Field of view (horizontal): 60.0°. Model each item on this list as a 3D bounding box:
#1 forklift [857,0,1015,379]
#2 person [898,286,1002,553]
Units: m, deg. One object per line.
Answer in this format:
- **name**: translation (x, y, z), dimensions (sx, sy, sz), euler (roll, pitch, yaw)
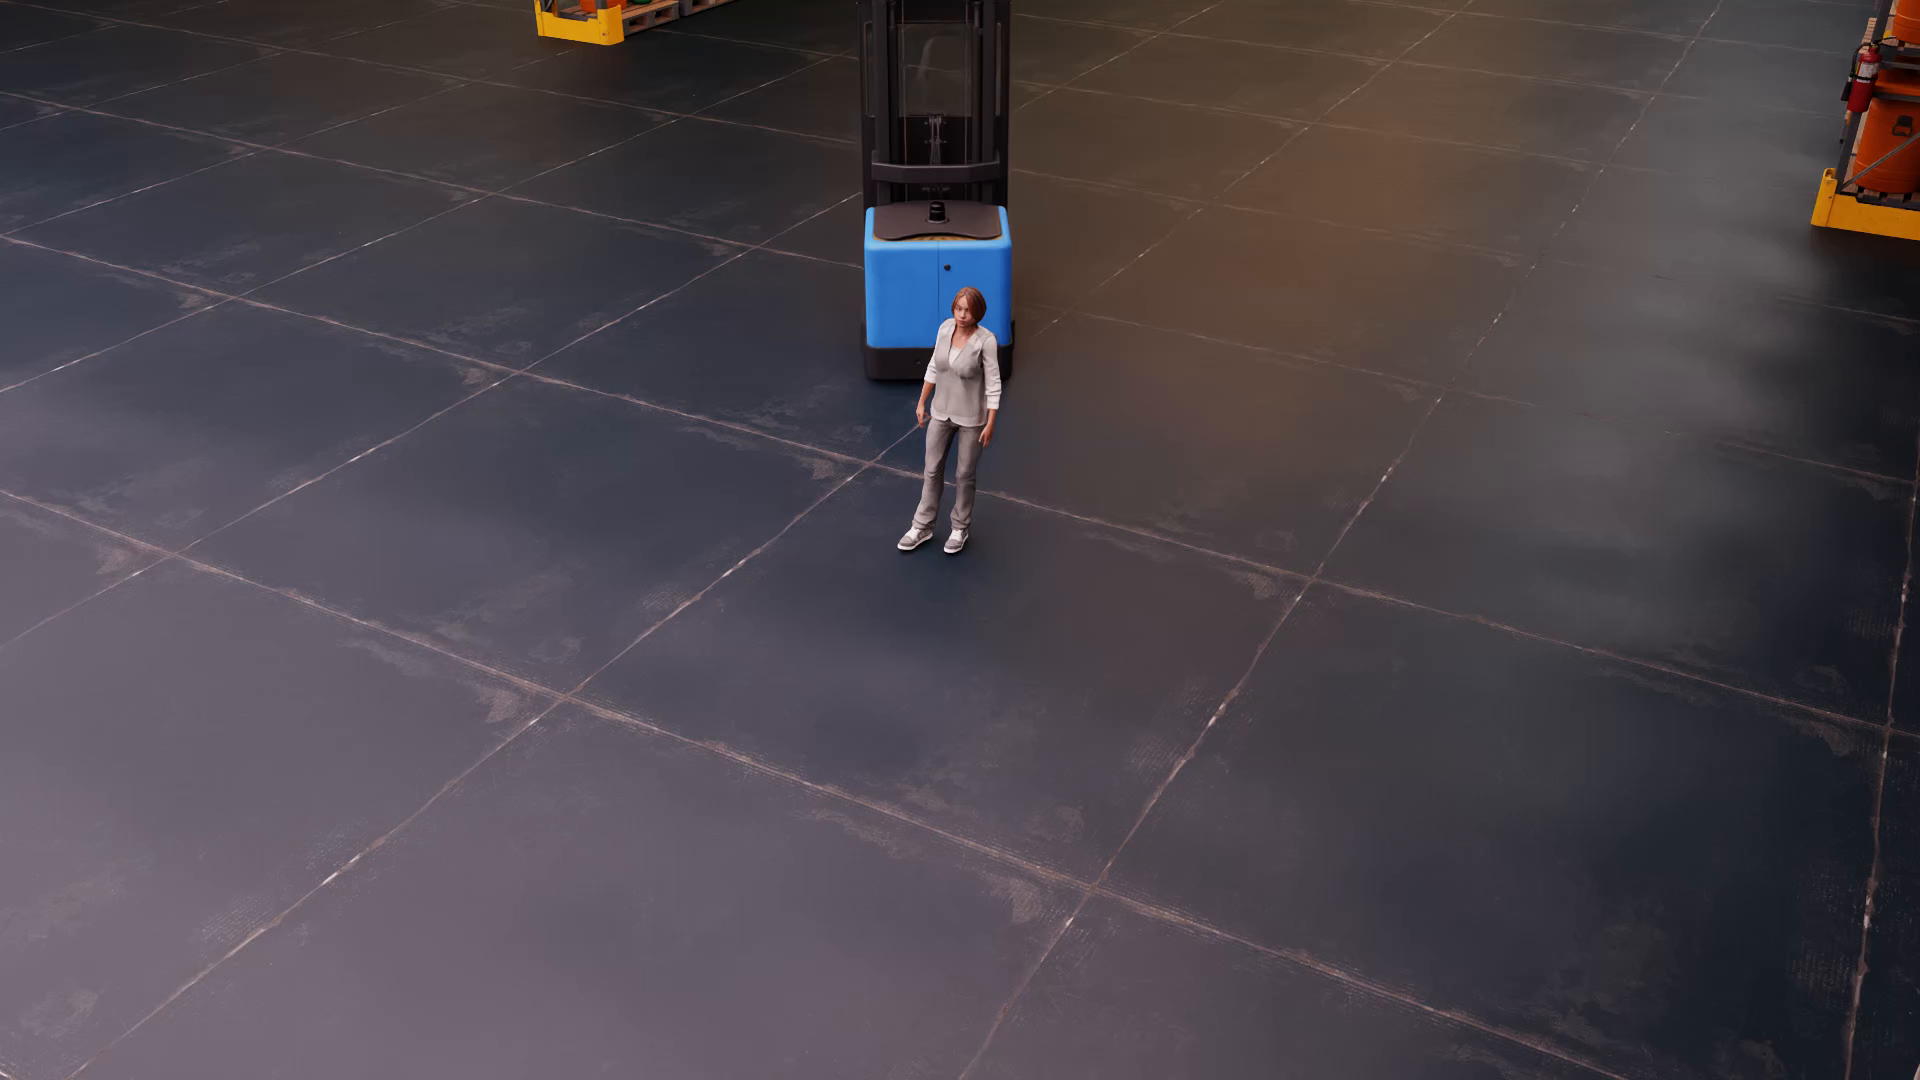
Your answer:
- **forklift**: translation (-0.194, -3.113, 12.465), dimensions (1.130, 2.935, 3.031), euler (-1, 30, -2)
- **person**: translation (-0.048, -0.668, 9.549), dimensions (0.521, 1.599, 0.473), euler (15, 33, 25)
